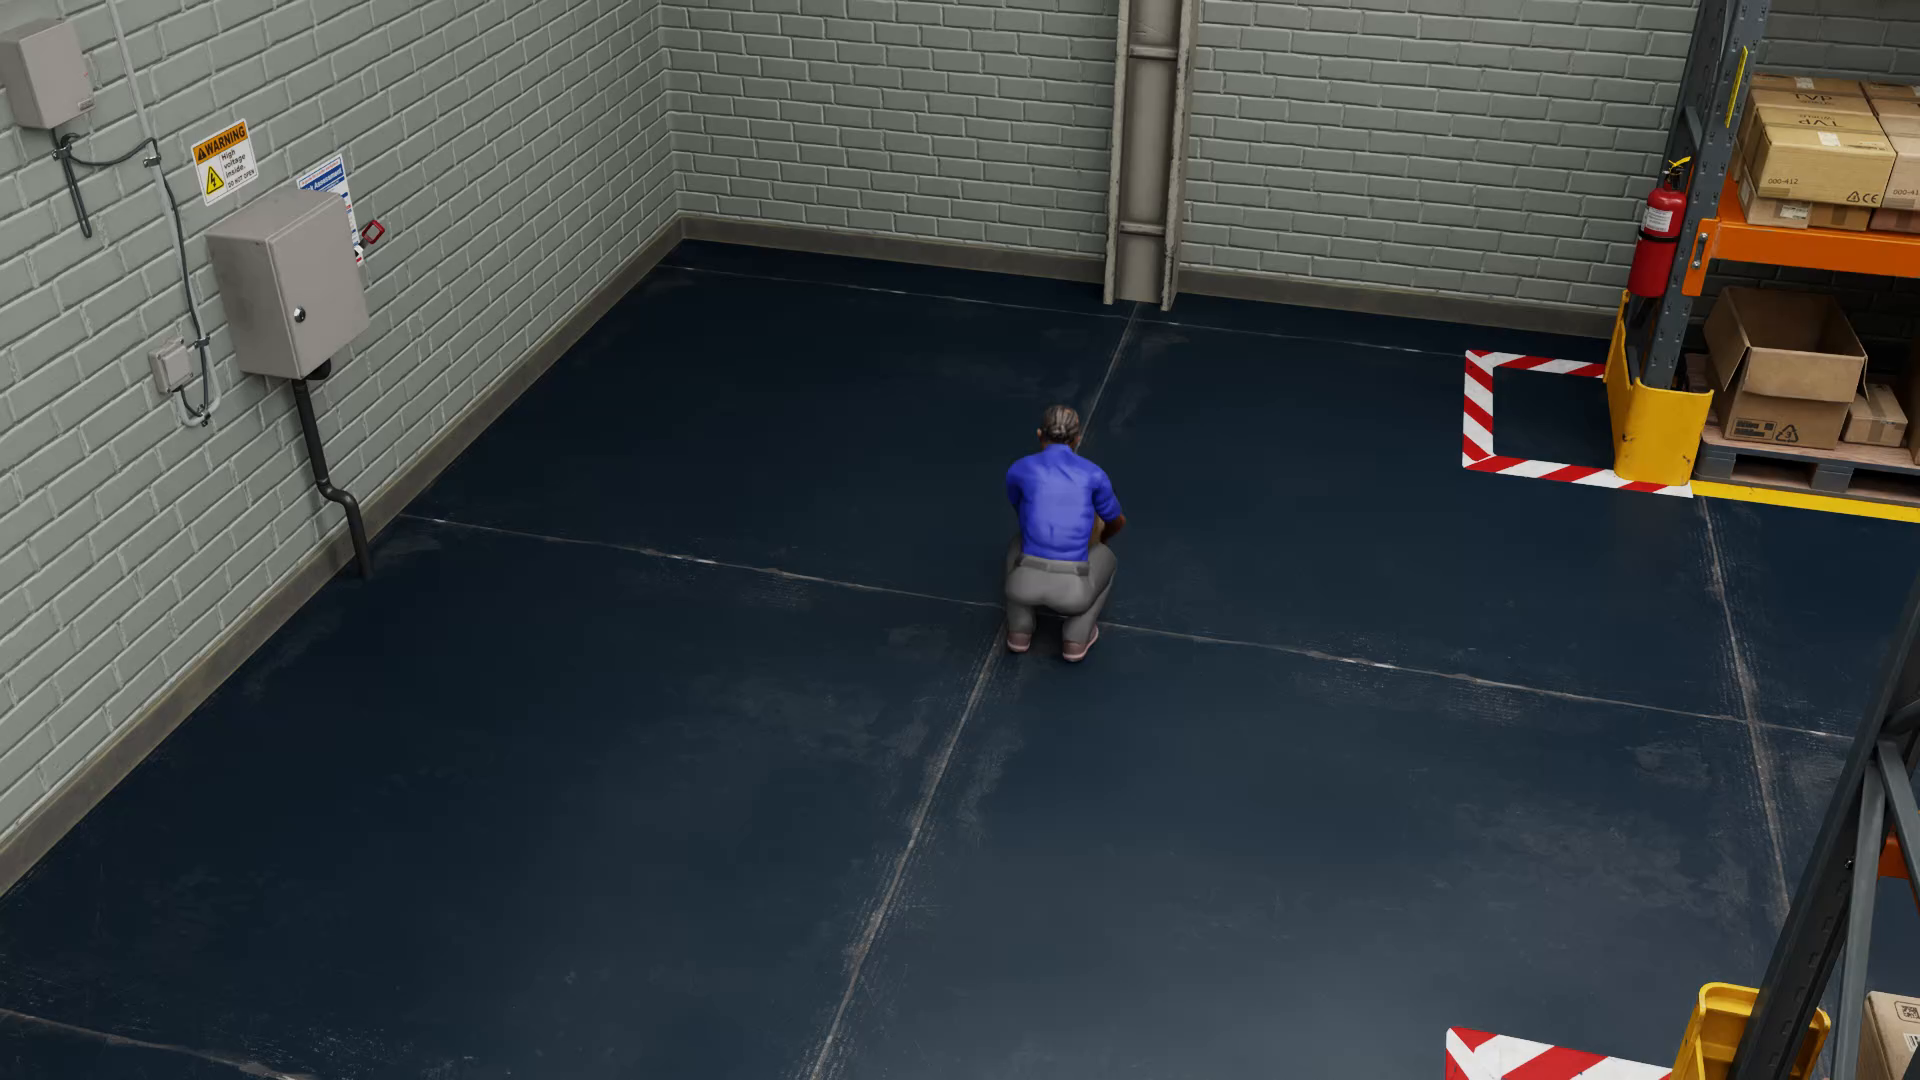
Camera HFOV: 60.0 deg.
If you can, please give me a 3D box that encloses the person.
[{"bbox_3d":[0.418,-0.046,6.904,0.495,0.923,0.827,8,34,12],"label":"person"}]
